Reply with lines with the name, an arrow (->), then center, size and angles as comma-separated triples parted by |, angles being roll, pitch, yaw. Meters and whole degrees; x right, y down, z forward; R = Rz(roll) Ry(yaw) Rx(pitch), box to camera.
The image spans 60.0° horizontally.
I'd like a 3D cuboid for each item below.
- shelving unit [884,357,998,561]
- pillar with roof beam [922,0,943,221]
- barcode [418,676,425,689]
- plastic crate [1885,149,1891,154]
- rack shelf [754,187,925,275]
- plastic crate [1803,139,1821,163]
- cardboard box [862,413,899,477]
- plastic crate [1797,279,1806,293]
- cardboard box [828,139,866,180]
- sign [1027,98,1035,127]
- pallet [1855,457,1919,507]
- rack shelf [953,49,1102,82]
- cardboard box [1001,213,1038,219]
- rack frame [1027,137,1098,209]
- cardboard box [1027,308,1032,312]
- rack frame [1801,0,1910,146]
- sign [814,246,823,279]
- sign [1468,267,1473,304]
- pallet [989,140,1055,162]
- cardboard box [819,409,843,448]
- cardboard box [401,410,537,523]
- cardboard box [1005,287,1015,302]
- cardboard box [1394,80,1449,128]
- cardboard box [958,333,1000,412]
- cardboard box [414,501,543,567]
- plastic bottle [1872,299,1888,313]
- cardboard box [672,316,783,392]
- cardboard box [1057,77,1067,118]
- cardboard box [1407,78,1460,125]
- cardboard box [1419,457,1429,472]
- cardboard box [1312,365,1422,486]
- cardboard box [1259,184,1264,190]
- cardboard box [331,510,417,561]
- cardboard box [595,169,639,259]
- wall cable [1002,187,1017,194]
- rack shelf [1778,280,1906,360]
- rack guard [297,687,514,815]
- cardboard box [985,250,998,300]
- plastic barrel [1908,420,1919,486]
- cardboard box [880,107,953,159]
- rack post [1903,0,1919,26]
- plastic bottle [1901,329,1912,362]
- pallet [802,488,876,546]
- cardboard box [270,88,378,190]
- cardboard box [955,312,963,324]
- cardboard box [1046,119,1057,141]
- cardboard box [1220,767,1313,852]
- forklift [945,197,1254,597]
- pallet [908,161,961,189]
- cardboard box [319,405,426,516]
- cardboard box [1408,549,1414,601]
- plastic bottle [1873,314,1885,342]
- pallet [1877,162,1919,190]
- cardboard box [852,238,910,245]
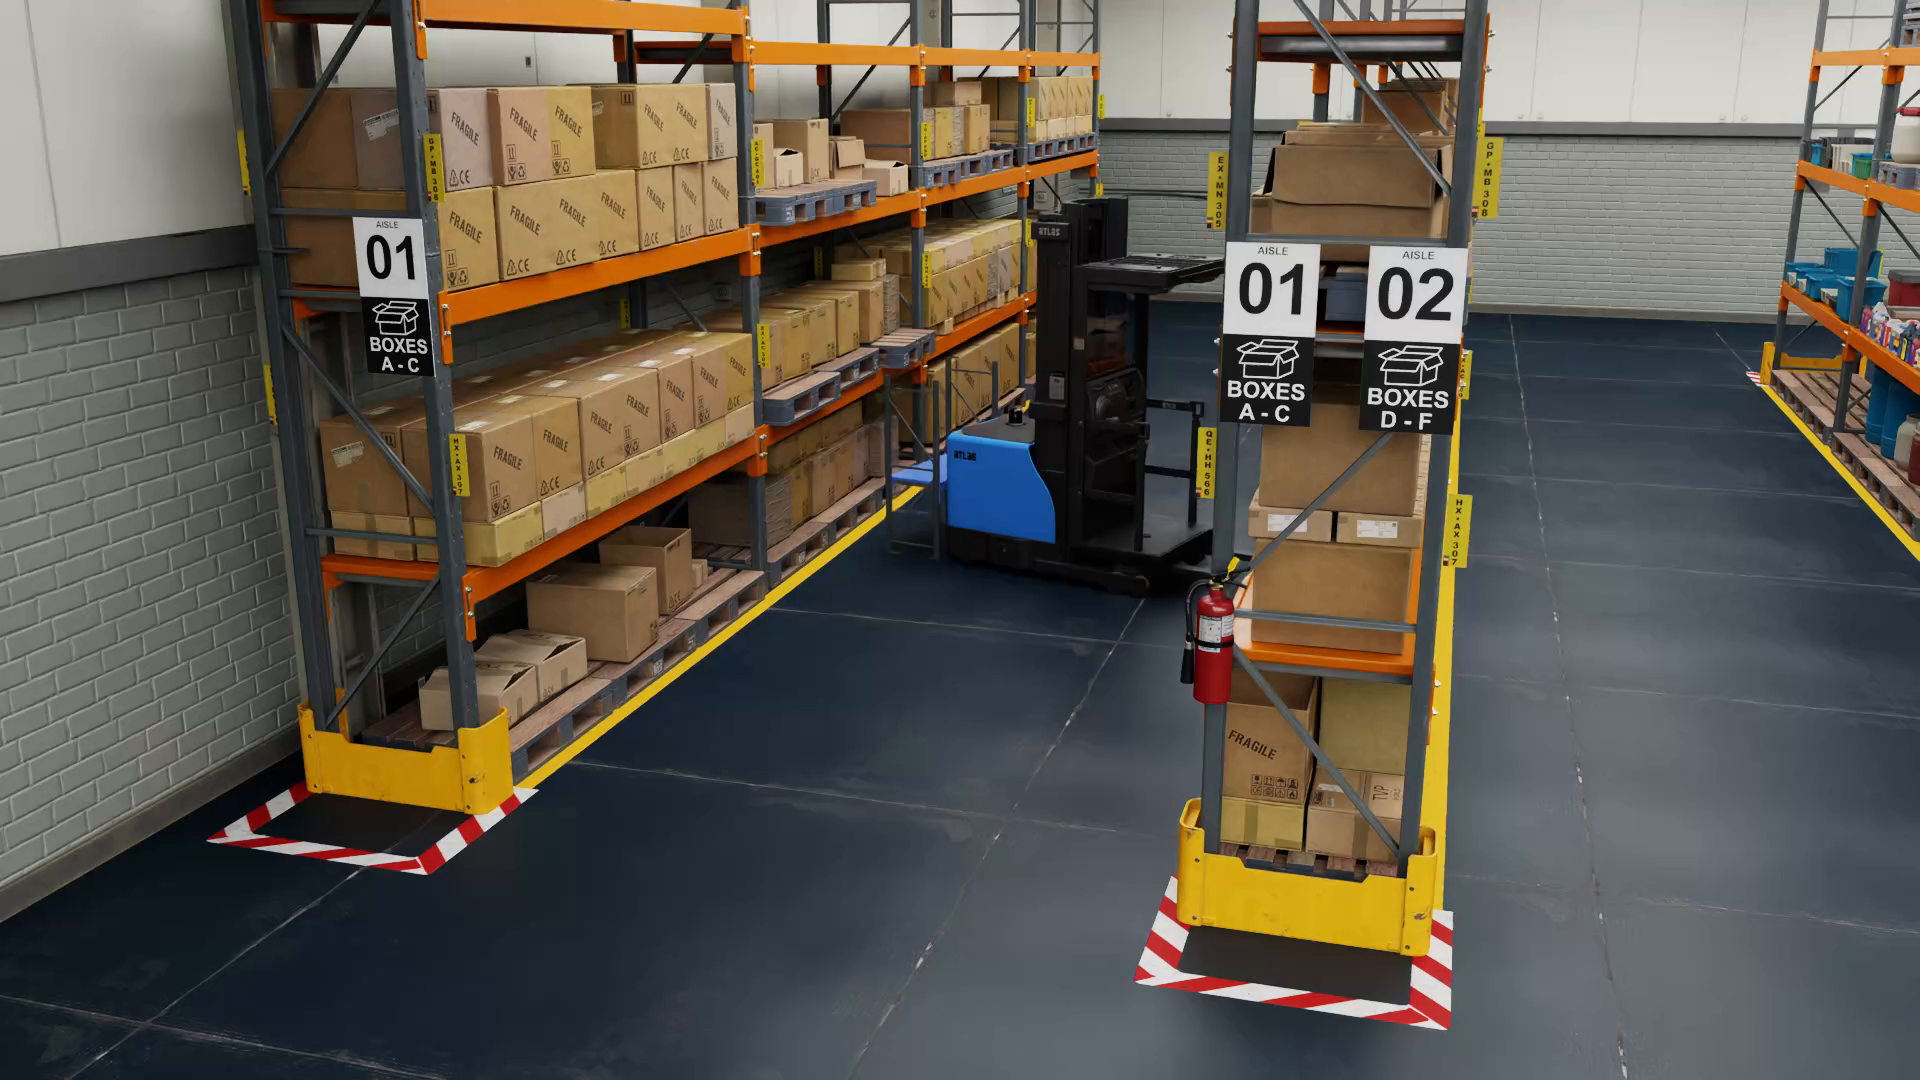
shelving unit -> -0.146, -0.709, 14.080 | 0.538, 1.500, 1.048 | 9, 18, 28
pillar with roof beam -> 3.792, -5.954, 18.831 | 9.100, 9.000, 0.400 | 5, 16, 16
barcode -> -3.211, 0.855, 9.921 | 0.001, 0.075, 0.075 | 5, 16, 16
plastic crate -> 10.923, -4.491, 19.557 | 0.450, 0.188, 0.336 | 5, 16, 16
rack shelf -> -1.411, -2.679, 14.099 | 1.077, 0.370, 4.000 | 5, 16, 16
plastic crate -> 10.553, -4.731, 20.255 | 0.497, 0.269, 0.590 | 5, 16, 16
cardboard box -> -0.997, -0.922, 15.857 | 0.700, 0.500, 0.500 | 5, 17, 17
plastic crate -> 10.181, -3.038, 19.916 | 0.250, 0.136, 0.298 | 5, 16, 16
cardboard box -> -1.299, -3.276, 14.658 | 0.797, 0.503, 0.637 | 7, 17, 24
sign -> 0.818, -4.955, 19.282 | 0.100, 0.325, 0.005 | 5, 16, 16
pallet -> 9.189, -0.523, 15.787 | 1.003, 0.211, 1.213 | 5, 16, 16
rack shelf -> 0.863, -6.023, 21.123 | 1.077, 0.370, 4.000 | 5, 16, 16
cardboard box -> 1.100, -4.017, 22.446 | 0.980, 0.700, 0.700 | 4, 16, 15
rack frame -> 1.431, -4.198, 23.634 | 1.000, 3.000, 0.127 | 5, 16, 16
cardboard box -> 0.741, -2.969, 21.923 | 0.380, 0.149, 0.250 | 4, 16, 15
rack frame -> 10.930, -6.316, 20.107 | 1.000, 3.000, 0.127 | 5, 16, 16
sign -> -1.375, -2.704, 16.245 | 0.100, 0.325, 0.005 | 5, 16, 16
sign -> 4.441, -2.237, 14.597 | 0.100, 0.325, 0.005 | 5, 16, 16
pallet -> 0.537, -4.765, 20.299 | 1.003, 0.211, 1.213 | 5, 16, 16
cardboard box -> -1.360, -1.004, 14.771 | 0.500, 0.250, 0.500 | 5, 16, 16
cardboard box -> -2.692, -0.412, 9.149 | 0.500, 0.500, 0.500 | 5, 16, 16
cardboard box -> 0.421, -2.862, 19.347 | 0.380, 0.149, 0.250 | 5, 17, 17
cardboard box -> 4.328, -4.075, 15.686 | 0.500, 0.500, 0.500 | 5, 16, 16
cardboard box -> -0.015, -1.907, 18.725 | 0.750, 0.750, 0.750 | 5, 17, 18
cardboard box -> -2.673, -0.053, 9.257 | 0.500, 0.250, 0.500 | 4, 16, 14
plastic bottle -> 9.371, -2.282, 16.969 | 0.144, 0.351, 0.185 | 5, 16, 16
cardboard box -> -1.802, -1.449, 12.952 | 0.700, 0.500, 0.500 | 5, 16, 16
cardboard box -> 1.041, -5.563, 20.896 | 0.500, 0.500, 0.500 | 5, 17, 16
cardboard box -> 5.425, -4.991, 18.915 | 0.700, 0.500, 0.500 | 5, 16, 16
cardboard box -> 2.245, -0.345, 8.678 | 0.380, 0.149, 0.250 | 4, 16, 14
cardboard box -> 1.939, -0.574, 8.297 | 0.700, 0.500, 0.500 | 4, 16, 14
cardboard box -> 1.867, -1.766, 8.698 | 0.500, 0.311, 0.500 | 7, 17, 22
cardboard box -> -3.169, -0.087, 9.378 | 0.500, 0.250, 0.500 | 5, 17, 17
cardboard box -> -2.318, -1.997, 10.156 | 0.500, 0.500, 0.500 | 6, 17, 19
wall cable -> 0.888, -5.095, 24.935 | 0.084, 1.984, 1.851 | 5, 16, 16
rack shelf -> 10.362, -2.561, 19.179 | 1.077, 0.370, 4.000 | 5, 16, 16
rack guard -> -3.094, 1.170, 9.287 | 1.175, 0.500, 0.348 | 5, 16, 16
cardboard box -> 0.119, -2.947, 18.458 | 0.500, 0.500, 0.500 | 5, 16, 16
plastic barrel -> 9.100, -0.804, 15.315 | 0.600, 0.588, 0.708 | 5, 16, 16
cardboard box -> -0.489, -4.226, 17.245 | 0.700, 0.500, 0.500 | 6, 17, 19
rack post -> 9.524, -5.015, 15.659 | 0.937, 0.300, 0.954 | 4, 16, 15
plastic bottle -> 8.778, -1.802, 15.400 | 0.061, 0.283, 0.133 | 5, 16, 16
pallet -> -1.414, -0.241, 14.793 | 1.003, 0.211, 1.213 | 5, 16, 16
cardboard box -> -3.244, -2.127, 8.783 | 0.500, 0.500, 0.500 | 5, 17, 18
cardboard box -> -0.188, -2.401, 17.721 | 0.380, 0.149, 0.250 | 5, 17, 17
cardboard box -> 0.902, -5.065, 20.516 | 0.500, 0.250, 0.500 | 4, 16, 15
cardboard box -> 1.504, 1.328, 8.418 | 0.500, 0.250, 0.500 | 5, 16, 16
forklift -> 1.401, -1.136, 12.962 | 3.031, 2.935, 1.130 | 10, 19, 31
pallet -> -0.710, -3.630, 16.480 | 1.213, 0.211, 1.003 | 5, 17, 18
cardboard box -> -3.185, -0.450, 9.284 | 0.500, 0.500, 0.500 | 4, 16, 15
cardboard box -> 1.924, 0.064, 8.424 | 0.700, 0.500, 0.500 | 5, 17, 17
plastic bottle -> 9.133, -2.106, 16.493 | 0.097, 0.271, 0.097 | 0, 16, 0
pallet -> 9.664, -3.523, 16.102 | 1.213, 0.211, 1.003 | 5, 16, 16
cardboard box -> -0.811, -2.941, 17.061 | 0.500, 0.250, 0.500 | 4, 16, 14
